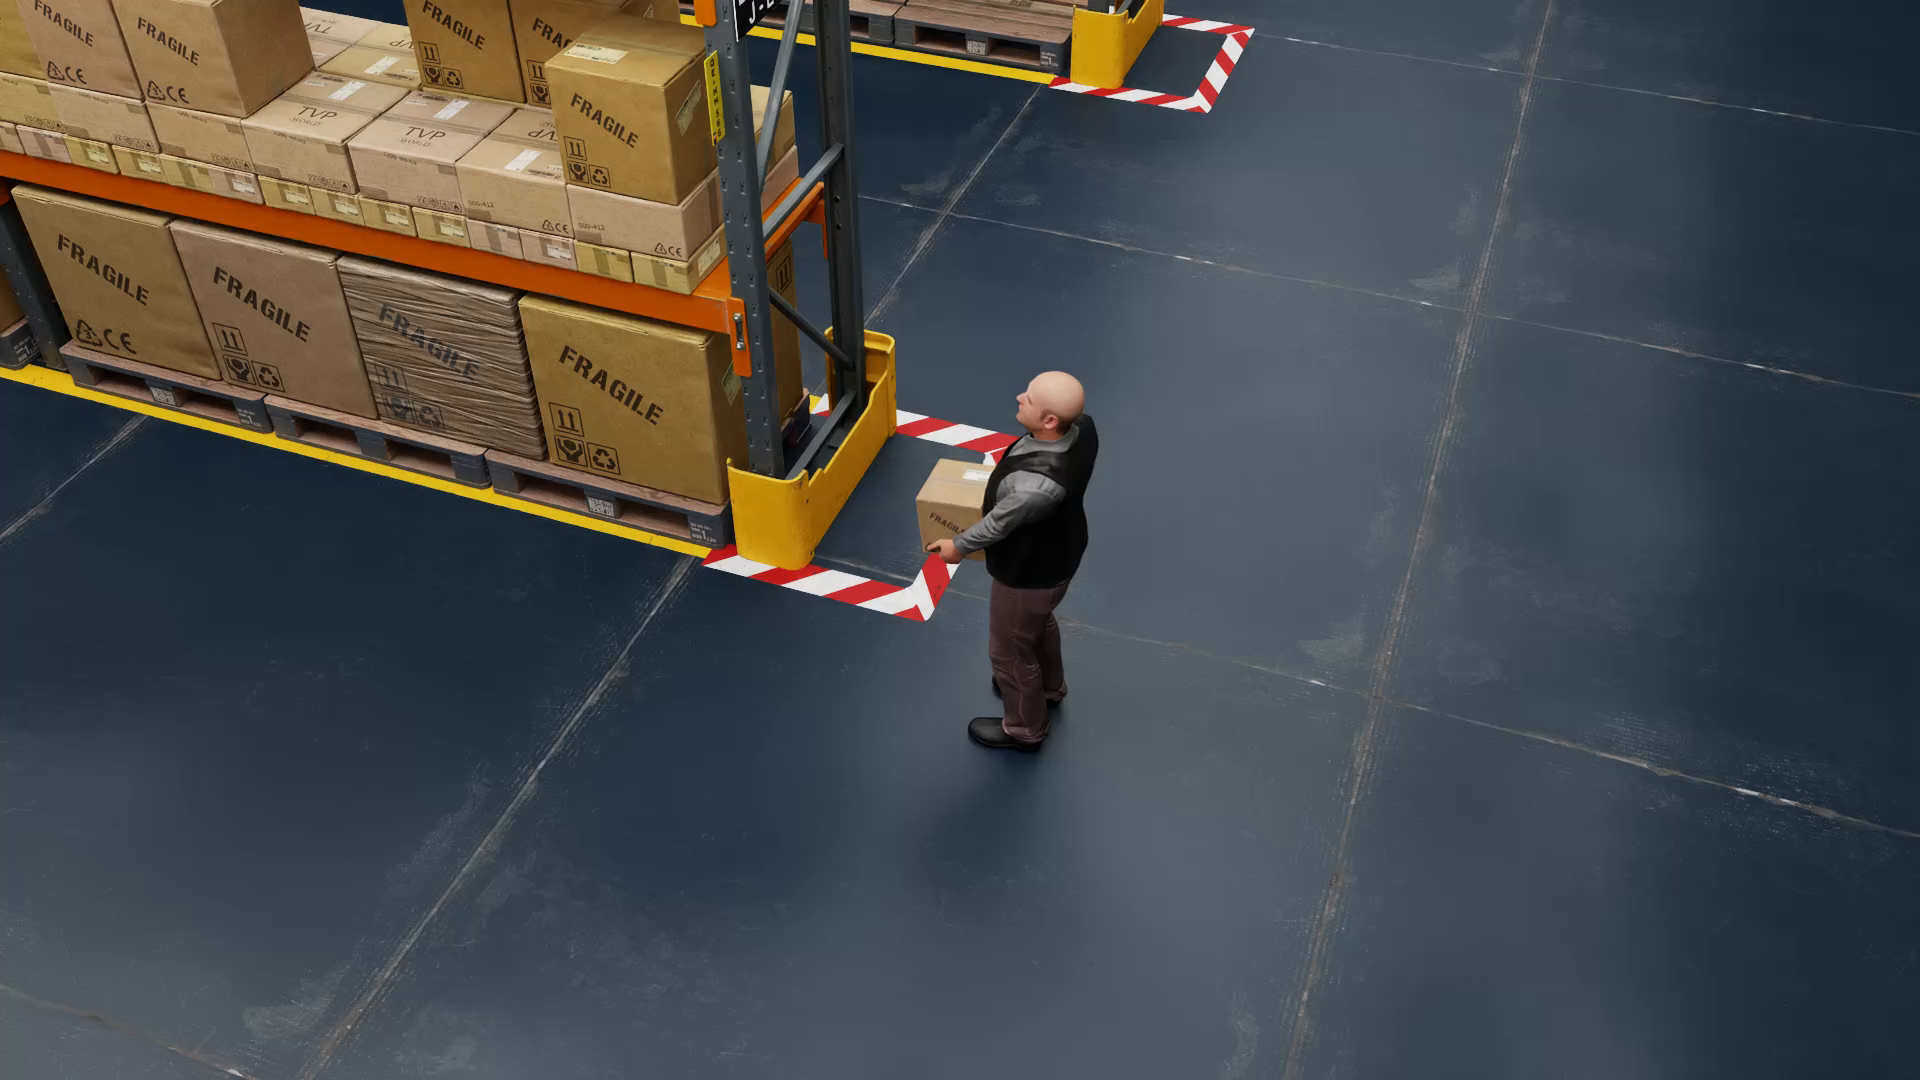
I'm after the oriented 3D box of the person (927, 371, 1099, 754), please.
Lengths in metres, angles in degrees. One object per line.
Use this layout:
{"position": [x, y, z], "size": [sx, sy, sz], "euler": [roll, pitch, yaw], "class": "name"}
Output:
{"position": [0.181, 0.065, 6.109], "size": [0.550, 1.714, 0.496], "euler": [13, 43, 15], "class": "person"}
